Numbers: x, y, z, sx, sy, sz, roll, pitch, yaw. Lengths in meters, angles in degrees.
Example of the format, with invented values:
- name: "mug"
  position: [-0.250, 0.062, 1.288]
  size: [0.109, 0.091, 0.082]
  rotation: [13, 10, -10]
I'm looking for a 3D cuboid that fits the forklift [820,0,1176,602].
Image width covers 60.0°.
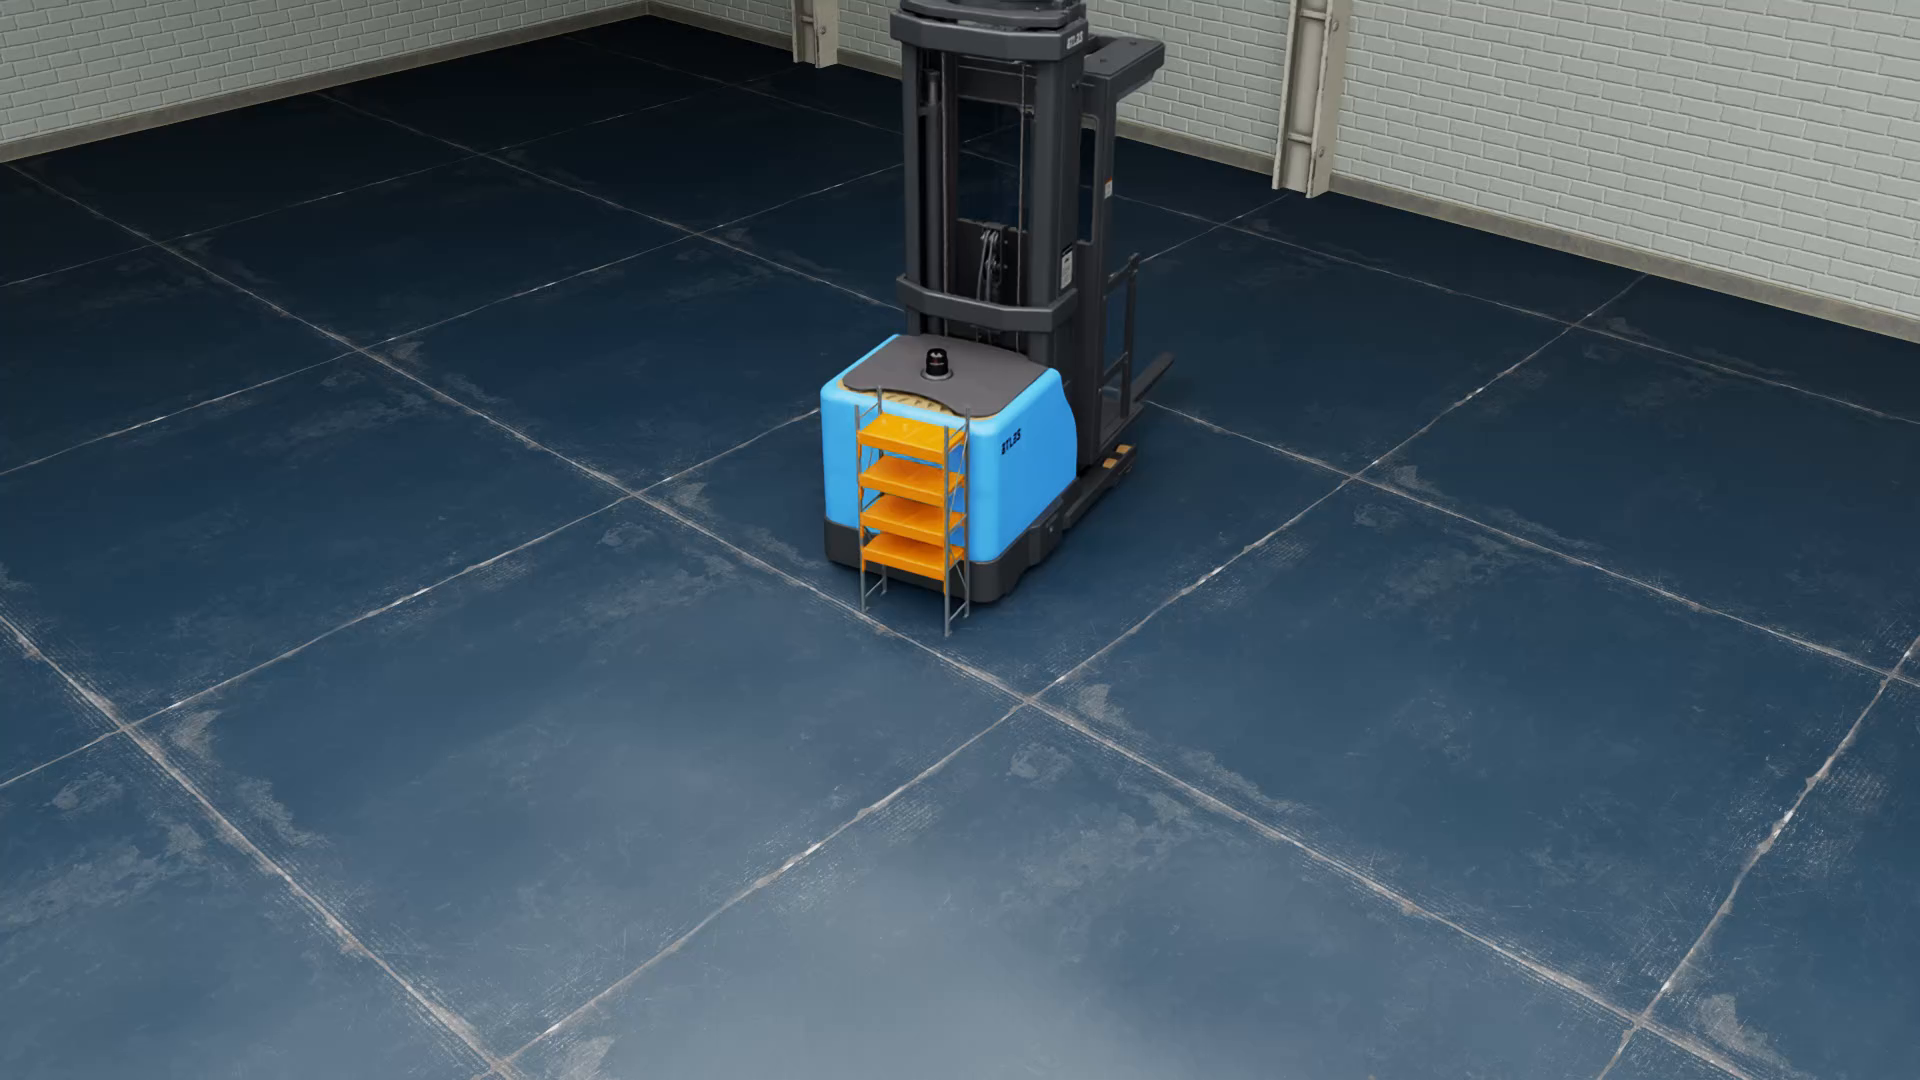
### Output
- name: "forklift"
  position: [0.405, -1.669, 9.180]
  size: [1.130, 2.935, 3.031]
  rotation: [15, 34, 24]

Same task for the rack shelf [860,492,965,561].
- name: "rack shelf"
  position: [-0.230, -0.075, 8.341]
  size: [0.480, 0.148, 0.258]
  rotation: [15, 34, 23]

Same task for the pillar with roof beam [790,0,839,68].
- name: "pillar with roof beam"
  position: [-4.418, -7.296, 12.645]
  size: [0.400, 9.000, 9.100]
  rotation: [25, 39, 35]

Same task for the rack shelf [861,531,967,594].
- name: "rack shelf"
  position: [-0.230, 0.095, 8.444]
  size: [0.480, 0.148, 0.258]
  rotation: [15, 34, 23]

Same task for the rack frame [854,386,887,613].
- name: "rack frame"
  position: [-0.447, -0.190, 8.403]
  size: [0.015, 1.200, 0.240]
  rotation: [15, 34, 23]

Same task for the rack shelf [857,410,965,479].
- name: "rack shelf"
  position: [-0.230, -0.469, 8.104]
  size: [0.480, 0.148, 0.258]
  rotation: [15, 34, 23]

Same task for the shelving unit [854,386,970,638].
- name: "shelving unit"
  position: [-0.230, -0.132, 8.307]
  size: [0.503, 1.200, 0.258]
  rotation: [15, 34, 23]

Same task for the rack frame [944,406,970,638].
- name: "rack frame"
  position: [-0.014, -0.075, 8.211]
  size: [0.015, 1.200, 0.240]
  rotation: [15, 34, 23]

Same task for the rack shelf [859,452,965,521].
- name: "rack shelf"
  position: [-0.230, -0.266, 8.226]
  size: [0.480, 0.148, 0.258]
  rotation: [15, 34, 23]

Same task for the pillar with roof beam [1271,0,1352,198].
- name: "pillar with roof beam"
  position: [0.031, -5.220, 9.196]
  size: [0.400, 9.000, 9.100]
  rotation: [25, 39, 35]
